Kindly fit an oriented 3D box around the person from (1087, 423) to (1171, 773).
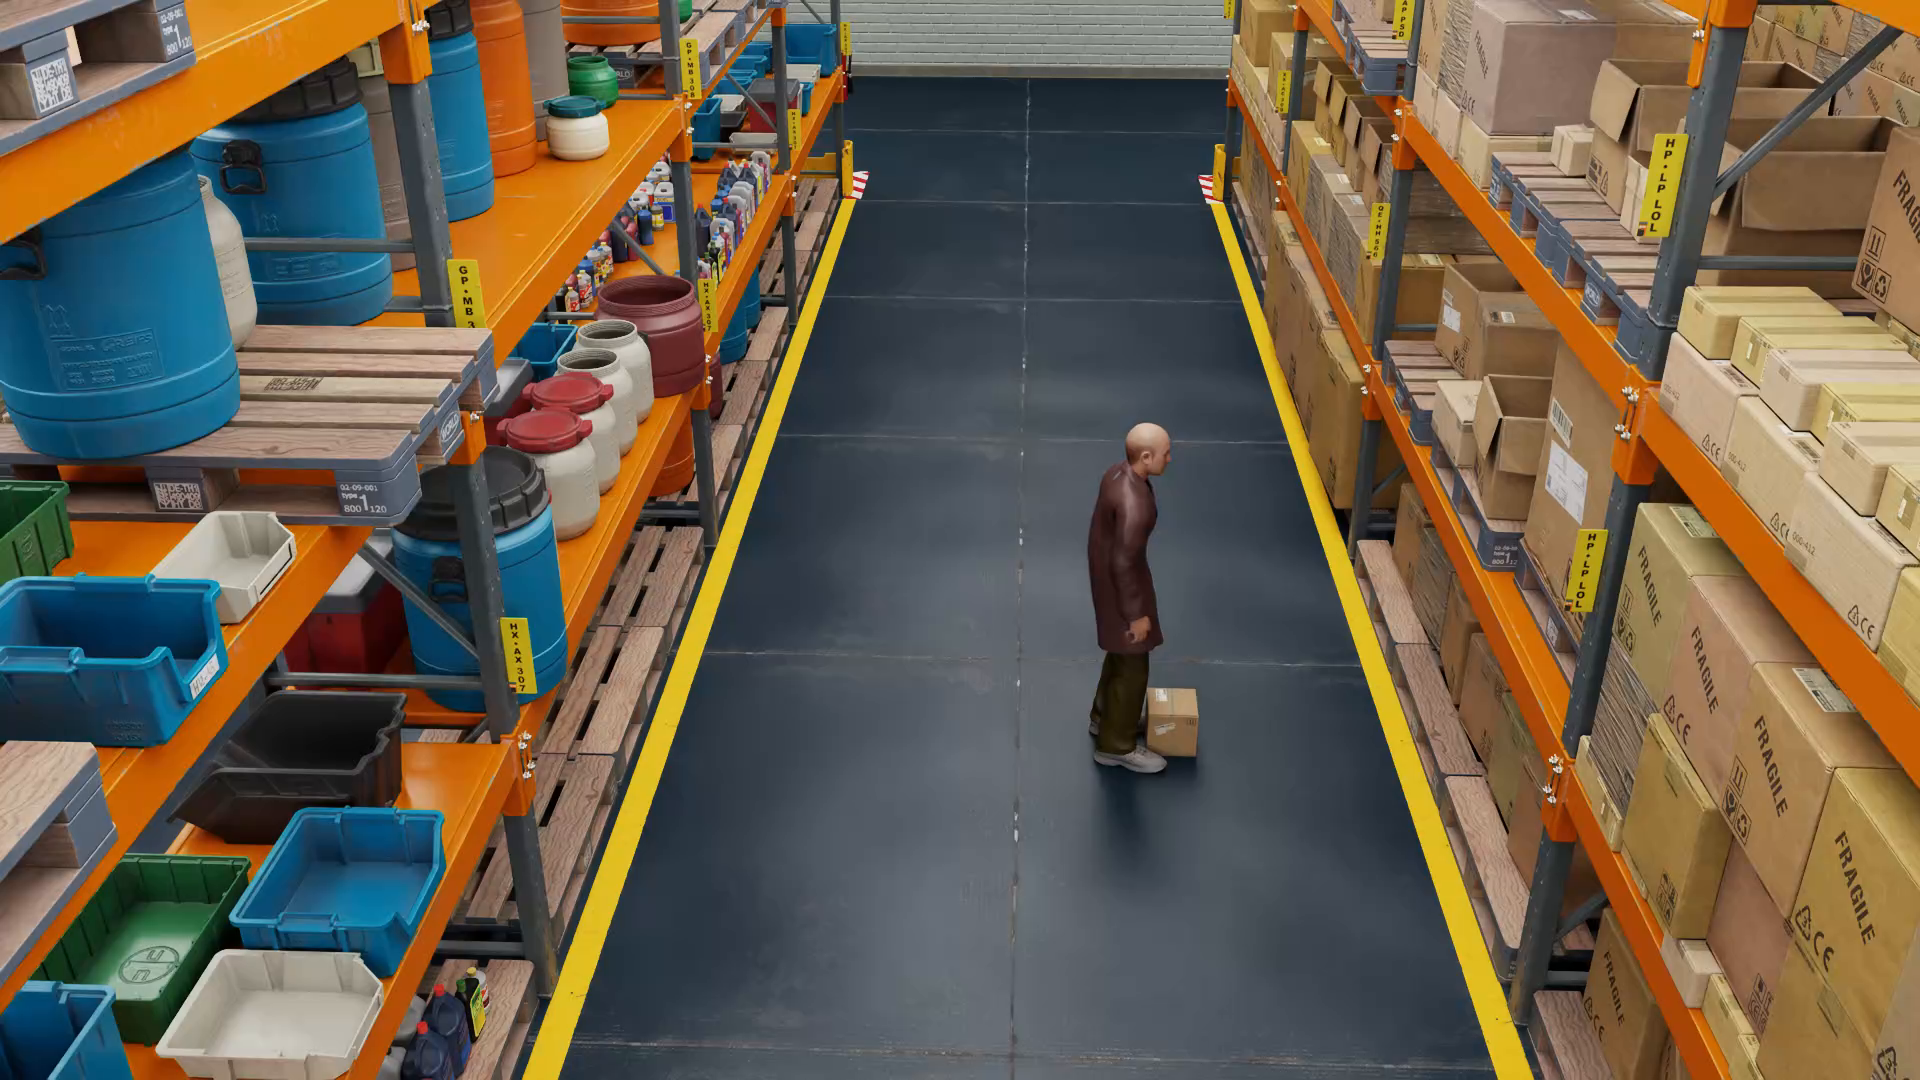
[{"bbox_3d":[0.832,0.257,8.145,0.427,1.774,0.644,1,28,2],"label":"person"}]
